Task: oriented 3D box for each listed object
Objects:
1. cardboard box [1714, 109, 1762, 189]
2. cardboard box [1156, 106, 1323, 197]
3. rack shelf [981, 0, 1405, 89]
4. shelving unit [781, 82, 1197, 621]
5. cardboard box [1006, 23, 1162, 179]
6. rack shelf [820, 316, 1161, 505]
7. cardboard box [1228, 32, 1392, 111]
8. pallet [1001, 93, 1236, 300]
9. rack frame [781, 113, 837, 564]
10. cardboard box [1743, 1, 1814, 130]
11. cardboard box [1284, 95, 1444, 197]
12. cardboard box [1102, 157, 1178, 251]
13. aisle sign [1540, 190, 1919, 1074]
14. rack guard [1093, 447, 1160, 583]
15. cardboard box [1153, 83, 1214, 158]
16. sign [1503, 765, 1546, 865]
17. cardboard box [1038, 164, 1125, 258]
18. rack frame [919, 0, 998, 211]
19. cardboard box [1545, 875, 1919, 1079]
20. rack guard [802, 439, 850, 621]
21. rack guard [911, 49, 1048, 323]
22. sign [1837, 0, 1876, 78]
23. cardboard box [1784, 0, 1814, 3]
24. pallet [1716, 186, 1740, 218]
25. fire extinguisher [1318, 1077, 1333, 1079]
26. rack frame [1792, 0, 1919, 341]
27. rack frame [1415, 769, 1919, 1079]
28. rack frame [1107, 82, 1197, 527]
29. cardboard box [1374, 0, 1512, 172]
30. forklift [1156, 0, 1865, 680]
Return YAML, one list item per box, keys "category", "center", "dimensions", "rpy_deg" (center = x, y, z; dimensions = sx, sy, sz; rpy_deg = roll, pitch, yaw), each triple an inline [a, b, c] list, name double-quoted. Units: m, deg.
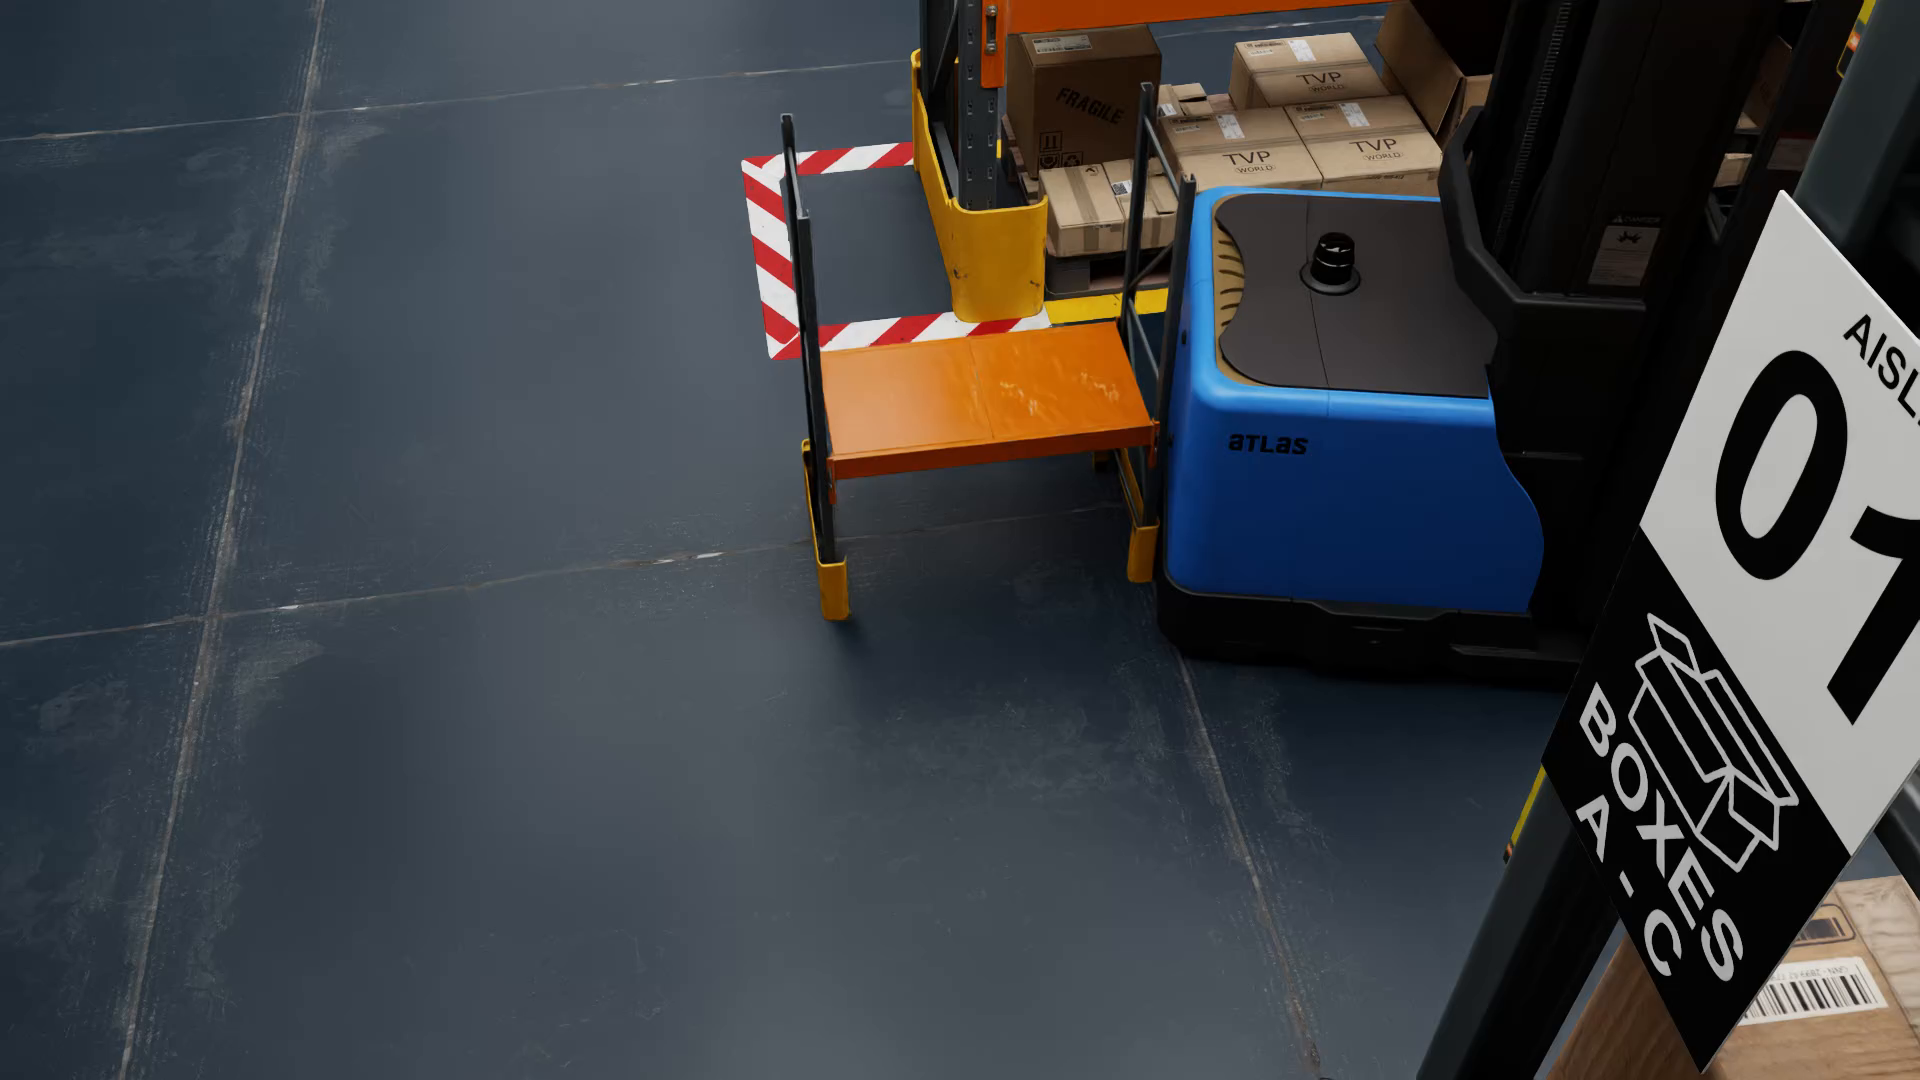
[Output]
- category: "cardboard box"
  center: [3.055, -1.579, 6.643]
  dimensions: [0.250, 0.149, 0.380]
  rpy_deg: [-7, 46, -7]
- category: "cardboard box"
  center: [1.063, -1.410, 6.410]
  dimensions: [0.500, 0.250, 0.500]
  rpy_deg: [-7, 46, -7]
- category: "rack shelf"
  center: [1.957, -2.281, 6.144]
  dimensions: [4.000, 0.370, 1.077]
  rpy_deg: [-7, 46, -7]
- category: "shelving unit"
  center: [0.054, -0.533, 5.002]
  dimensions: [1.083, 1.500, 0.587]
  rpy_deg: [-7, 46, -6]
- category: "cardboard box"
  center: [0.480, -1.812, 6.623]
  dimensions: [0.500, 0.500, 0.500]
  rpy_deg: [-7, 46, -7]
- category: "rack shelf"
  center: [0.063, -0.410, 5.133]
  dimensions: [1.000, 0.185, 0.538]
  rpy_deg: [-7, 46, -6]
- category: "cardboard box"
  center: [1.421, -1.820, 6.805]
  dimensions: [0.500, 0.250, 0.500]
  rpy_deg: [-7, 46, -7]
- category: "pallet"
  center: [0.846, -1.425, 6.757]
  dimensions: [1.213, 0.211, 1.003]
  rpy_deg: [-7, 46, -7]
- category: "rack frame"
  center: [-0.439, -0.476, 4.947]
  dimensions: [0.032, 1.500, 0.500]
  rpy_deg: [-7, 46, -6]
- category: "cardboard box"
  center: [3.414, -1.790, 6.602]
  dimensions: [0.500, 0.500, 0.500]
  rpy_deg: [-7, 46, -7]
- category: "cardboard box"
  center: [1.556, -1.472, 6.469]
  dimensions: [0.500, 0.250, 0.500]
  rpy_deg: [-7, 46, -7]
- category: "cardboard box"
  center: [0.704, -1.292, 6.354]
  dimensions: [0.250, 0.166, 0.380]
  rpy_deg: [-7, 46, -7]
- category: "aisle sign"
  center: [0.712, 0.124, 1.522]
  dimensions: [0.004, 0.787, 0.394]
  rpy_deg: [-7, 46, -7]
- category: "rack guard"
  center: [0.546, -0.157, 5.508]
  dimensions: [0.087, 0.250, 0.587]
  rpy_deg: [-7, 46, -6]
- category: "cardboard box"
  center: [0.894, -1.682, 6.729]
  dimensions: [0.250, 0.166, 0.380]
  rpy_deg: [-7, 46, -7]
- category: "sign"
  center: [0.756, 0.359, 2.132]
  dimensions: [0.005, 0.325, 0.100]
  rpy_deg: [-7, 46, -7]
- category: "cardboard box"
  center: [0.457, -1.256, 6.331]
  dimensions: [0.250, 0.149, 0.380]
  rpy_deg: [-7, 46, -7]
- category: "rack frame"
  center: [-0.014, -2.285, 5.648]
  dimensions: [0.127, 3.000, 1.000]
  rpy_deg: [-7, 46, -7]
- category: "cardboard box"
  center: [1.335, 1.056, 2.221]
  dimensions: [0.700, 0.700, 0.980]
  rpy_deg: [-5, 46, -5]
- category: "rack guard"
  center: [-0.437, -0.042, 5.397]
  dimensions: [0.087, 0.250, 0.587]
  rpy_deg: [-7, 46, -6]
- category: "rack guard"
  center: [0.061, -1.427, 6.557]
  dimensions: [0.348, 0.500, 1.175]
  rpy_deg: [-7, 46, -7]
- category: "sign"
  center: [0.756, -0.477, 1.264]
  dimensions: [0.005, 0.325, 0.100]
  rpy_deg: [-7, 46, -7]
- category: "cardboard box"
  center: [3.477, -2.097, 7.030]
  dimensions: [0.500, 0.311, 0.500]
  rpy_deg: [-7, 46, -7]
- category: "pallet"
  center: [3.251, -1.725, 7.045]
  dimensions: [1.213, 0.211, 1.003]
  rpy_deg: [-7, 46, -7]
- category: "fire extinguisher"
  center: [0.607, 1.077, 2.722]
  dimensions: [0.183, 0.674, 0.296]
  rpy_deg: [-7, 46, -7]
- category: "rack frame"
  center: [0.834, -0.852, 0.102]
  dimensions: [0.127, 3.000, 1.000]
  rpy_deg: [-7, 46, -7]
- category: "rack frame"
  center: [0.834, 1.230, 2.262]
  dimensions: [0.127, 3.000, 1.000]
  rpy_deg: [-7, 46, -7]
- category: "rack frame"
  center: [0.565, -0.593, 5.060]
  dimensions: [0.032, 1.500, 0.500]
  rpy_deg: [-7, 46, -6]
- category: "cardboard box"
  center: [2.077, -1.828, 6.636]
  dimensions: [0.637, 0.503, 0.797]
  rpy_deg: [-7, 46, -7]
- category: "forklift"
  center: [2.160, -0.923, 4.384]
  dimensions: [3.031, 2.935, 1.130]
  rpy_deg: [4, 46, 4]
